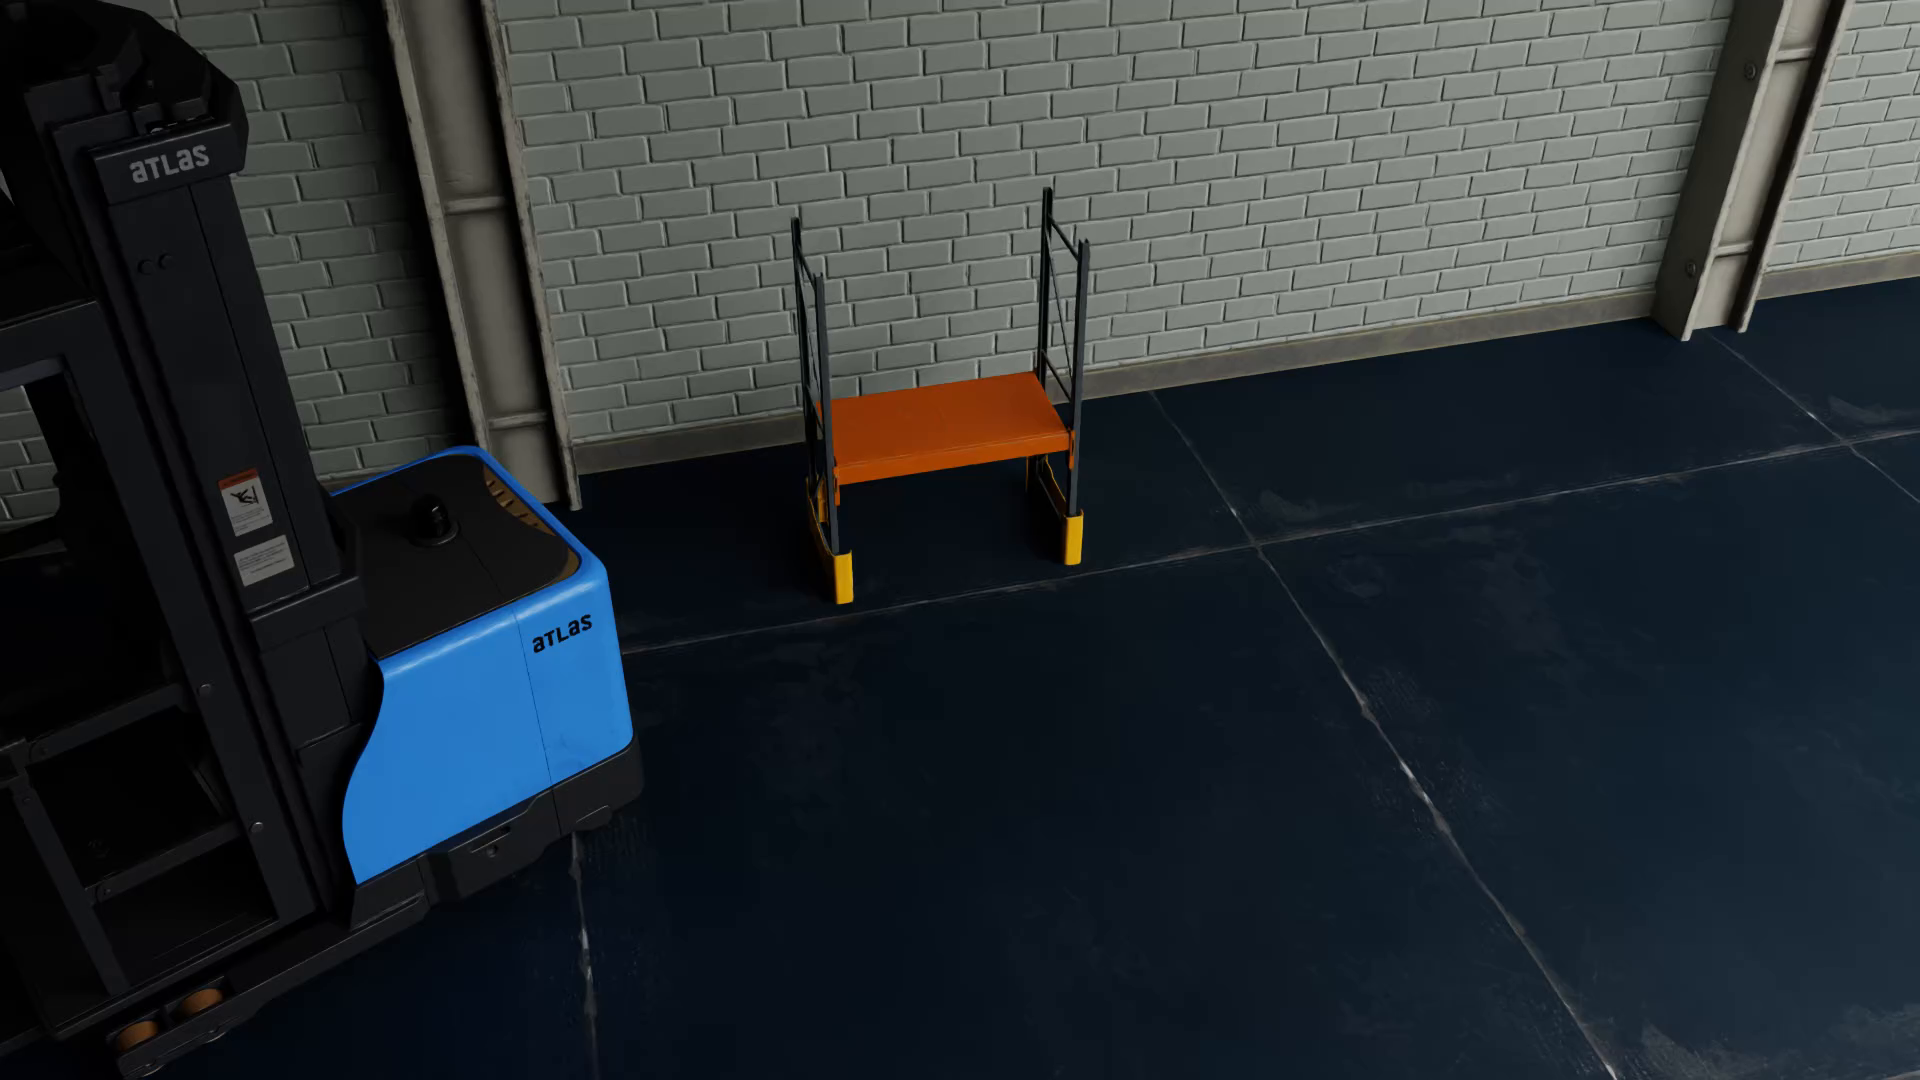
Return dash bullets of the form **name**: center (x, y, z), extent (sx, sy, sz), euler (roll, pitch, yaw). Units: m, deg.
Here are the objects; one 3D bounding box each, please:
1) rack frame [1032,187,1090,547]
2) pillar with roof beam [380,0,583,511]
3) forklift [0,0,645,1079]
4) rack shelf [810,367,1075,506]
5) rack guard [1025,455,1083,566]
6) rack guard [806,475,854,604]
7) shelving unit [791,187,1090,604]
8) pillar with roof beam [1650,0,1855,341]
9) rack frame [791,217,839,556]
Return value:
- **rack frame**: center (0.408, -0.663, 6.882), extent (0.032, 1.500, 0.500), euler (-9, 38, -12)
- **pillar with roof beam**: center (-0.796, -1.246, 1.473), extent (0.400, 9.000, 9.100), euler (-9, 38, -12)
- **forklift**: center (-2.596, 0.115, 4.687), extent (3.031, 2.935, 1.130), euler (-26, 45, -30)
- **rack shelf**: center (-0.082, -0.439, 6.886), extent (1.000, 0.185, 0.538), euler (-9, 38, -12)
- **rack guard**: center (0.407, -0.166, 7.261), extent (0.087, 0.250, 0.587), euler (-9, 38, -12)
- **rack guard**: center (-0.554, -0.008, 7.055), extent (0.087, 0.250, 0.587), euler (-9, 38, -12)
- **shelving unit**: center (-0.074, -0.584, 6.779), extent (1.083, 1.500, 0.587), euler (-9, 38, -12)
- **pillar with roof beam**: center (4.997, -2.197, 2.715), extent (0.400, 9.000, 9.100), euler (-9, 38, -12)
- **rack frame**: center (-0.573, -0.502, 6.671), extent (0.032, 1.500, 0.500), euler (-9, 38, -12)
